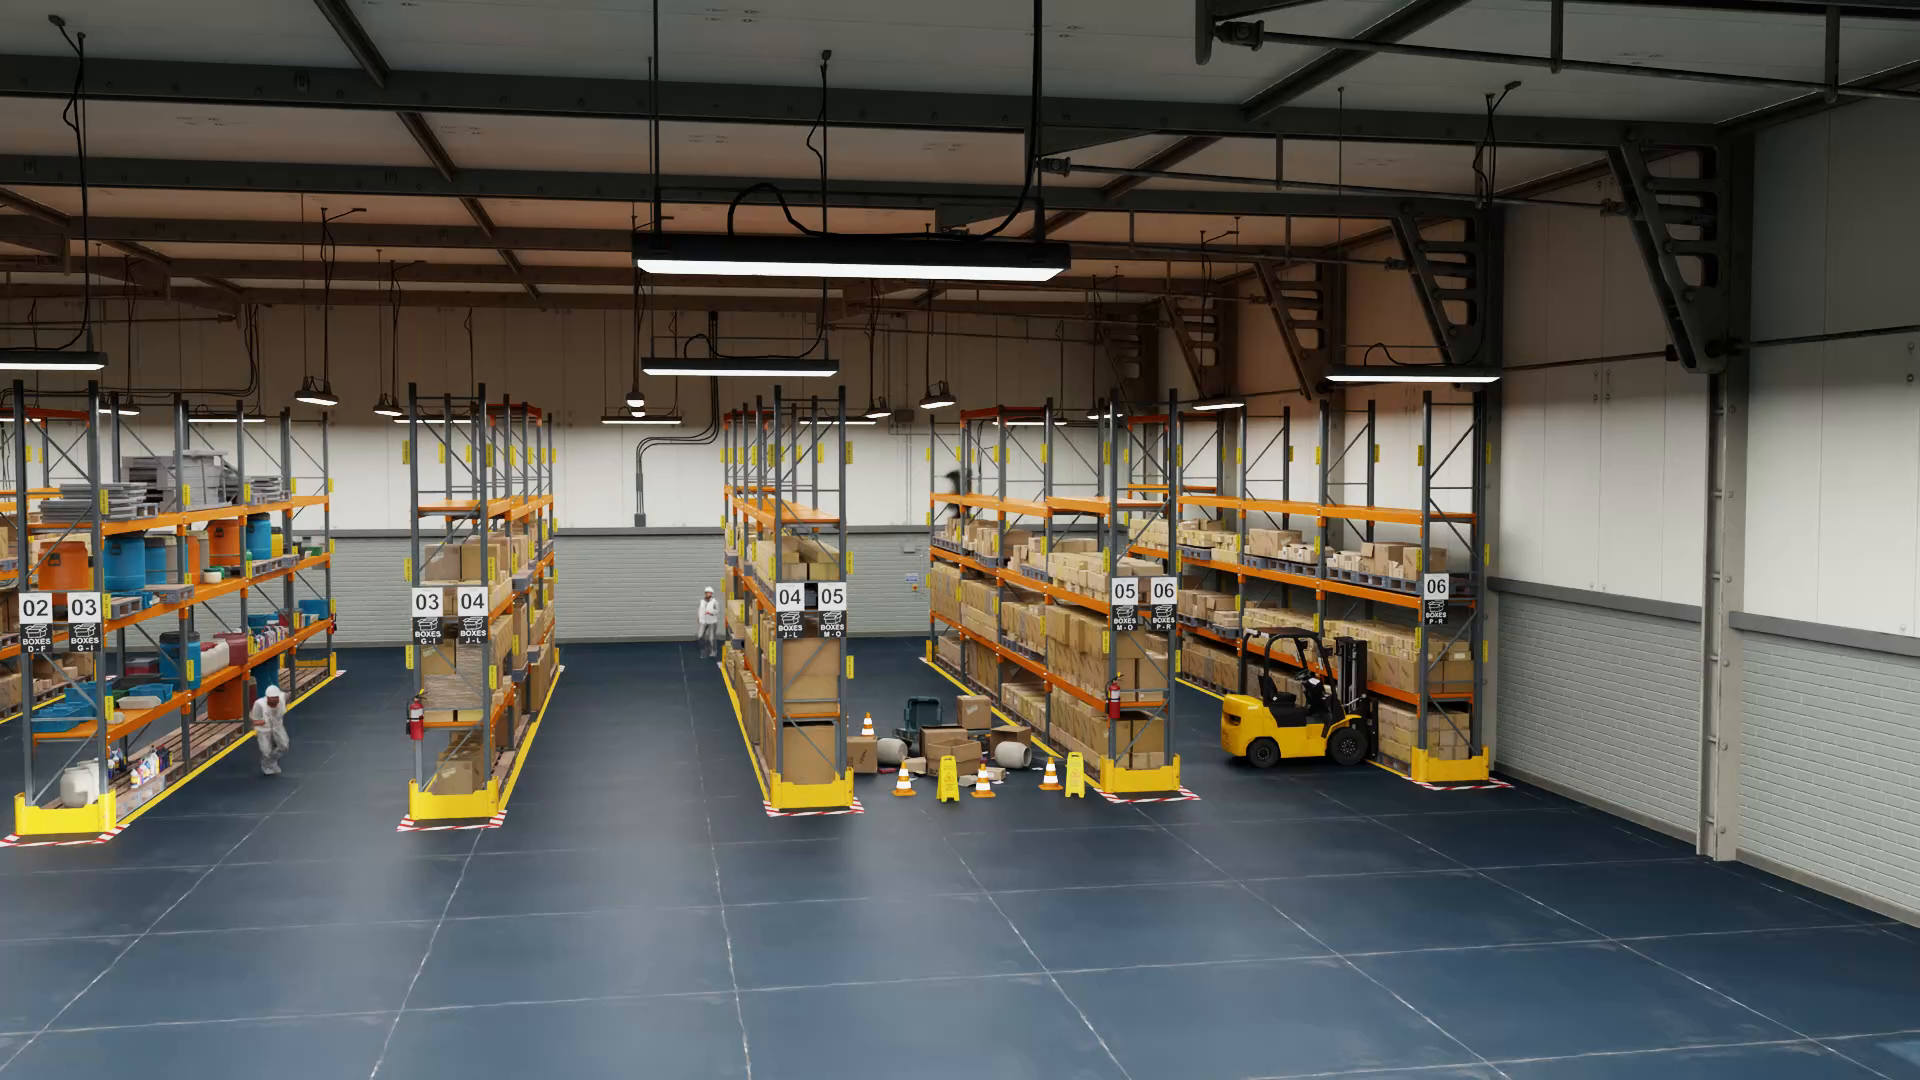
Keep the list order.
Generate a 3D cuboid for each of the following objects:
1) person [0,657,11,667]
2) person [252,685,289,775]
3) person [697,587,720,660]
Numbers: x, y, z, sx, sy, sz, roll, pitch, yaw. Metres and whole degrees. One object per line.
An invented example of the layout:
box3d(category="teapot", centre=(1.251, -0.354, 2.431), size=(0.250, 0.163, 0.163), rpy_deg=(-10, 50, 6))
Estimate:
box3d(category="person", centre=(-21.540, 2.216, 37.972), size=(0.889, 1.792, 0.634), rpy_deg=(0, 3, -2))
box3d(category="person", centre=(-10.648, 2.940, 25.726), size=(0.672, 1.478, 1.001), rpy_deg=(-2, 4, -40))
box3d(category="person", centre=(-6.207, 2.053, 40.867), size=(0.644, 1.799, 0.720), rpy_deg=(1, 3, 12))
